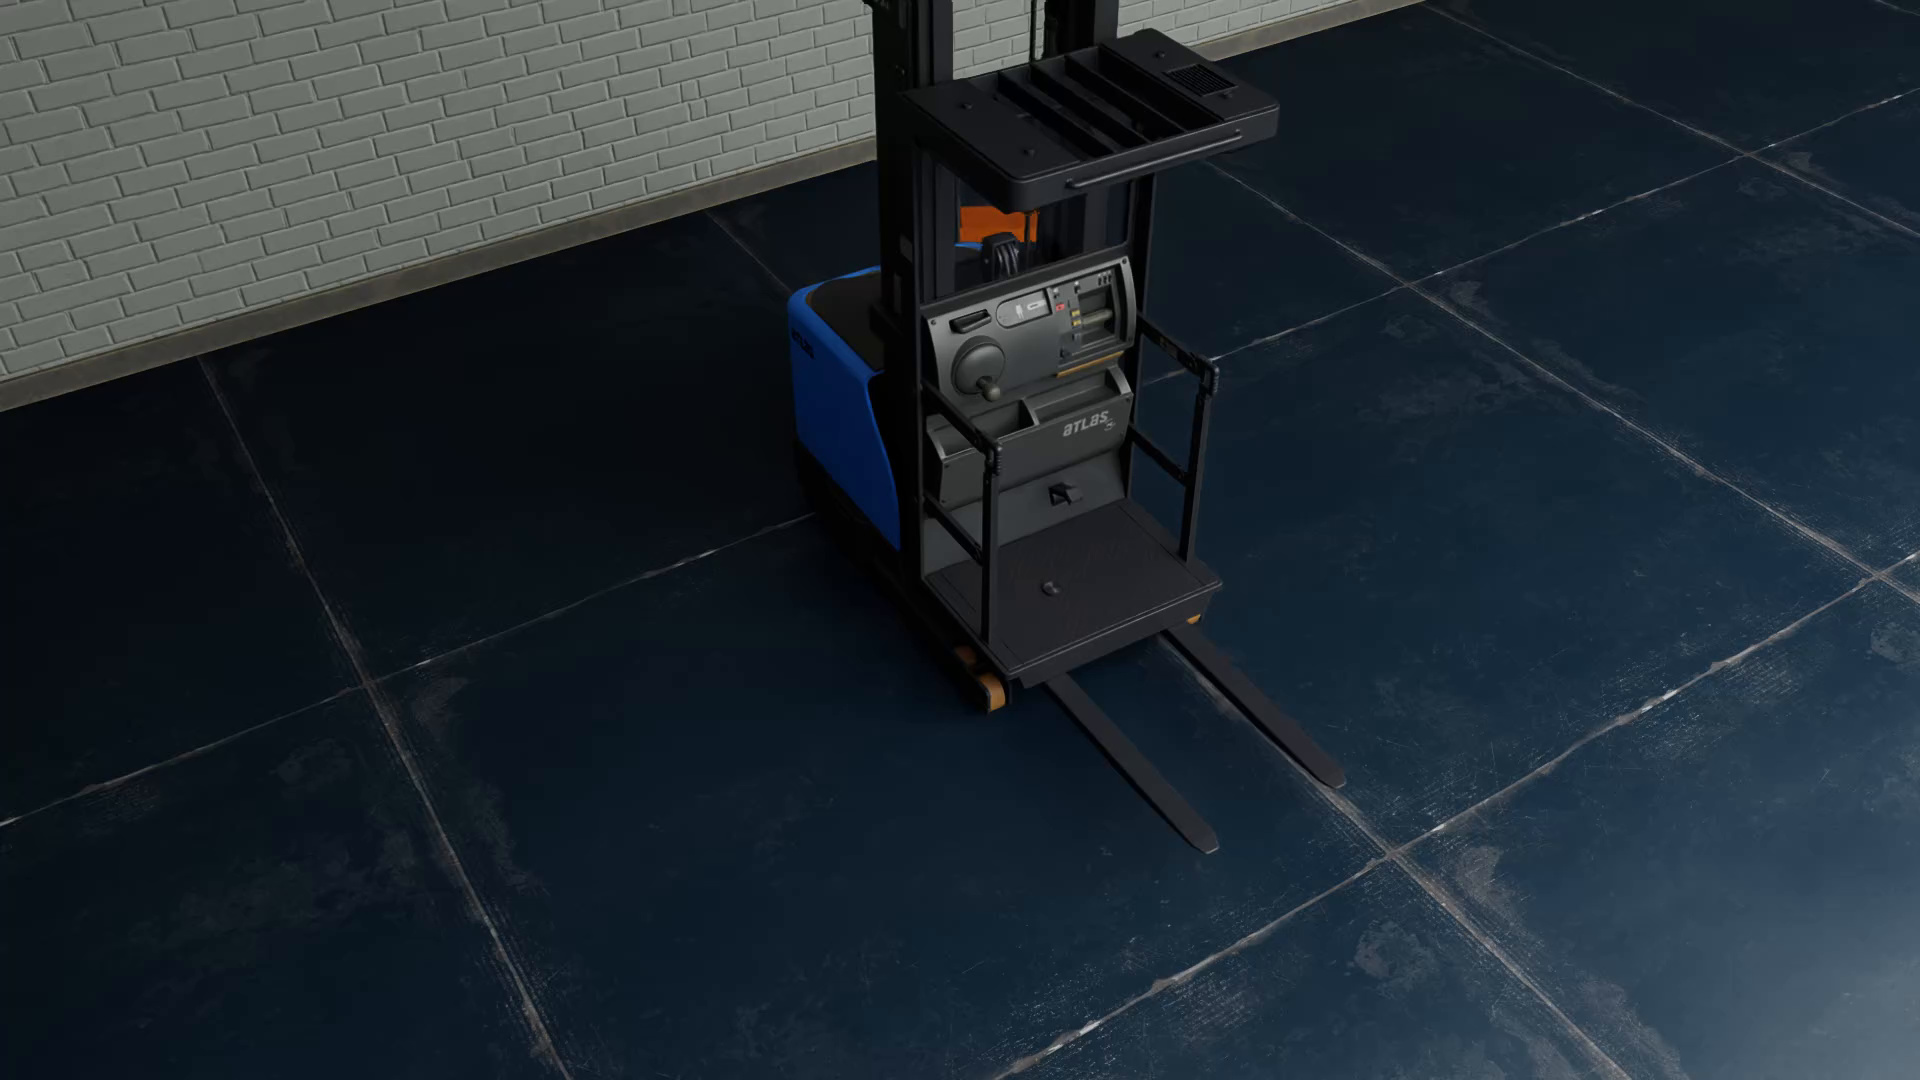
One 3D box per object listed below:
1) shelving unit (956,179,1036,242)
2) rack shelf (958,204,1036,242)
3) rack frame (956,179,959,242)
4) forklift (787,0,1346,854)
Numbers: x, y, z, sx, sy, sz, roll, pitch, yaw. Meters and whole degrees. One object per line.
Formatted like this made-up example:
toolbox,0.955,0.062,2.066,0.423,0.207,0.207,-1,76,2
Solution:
shelving unit,0.231,-1.179,8.221,0.503,1.200,0.258,0,38,0
rack shelf,0.232,-1.489,7.979,0.480,0.148,0.258,0,38,0
rack frame,-0.013,-1.178,8.220,0.015,1.200,0.240,0,38,0
forklift,0.402,-0.756,6.367,1.130,2.935,3.031,-21,44,-23
